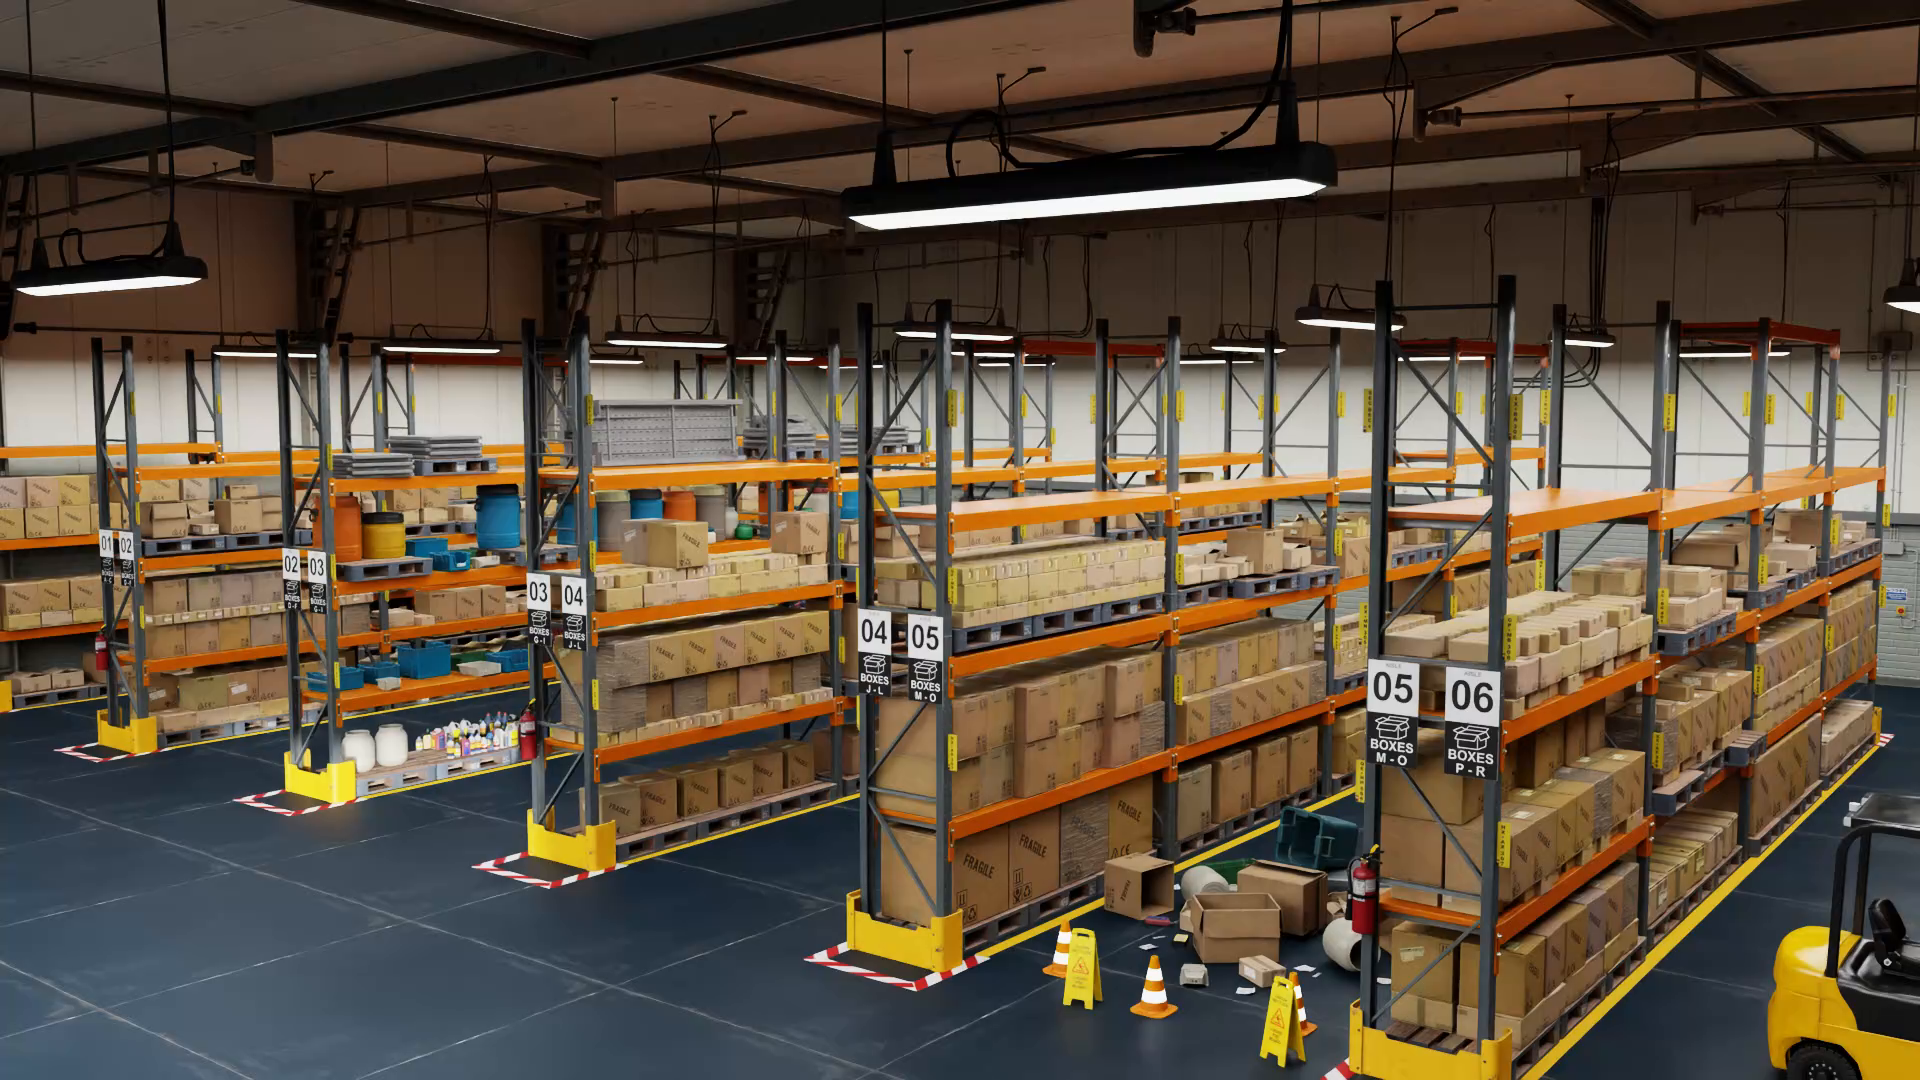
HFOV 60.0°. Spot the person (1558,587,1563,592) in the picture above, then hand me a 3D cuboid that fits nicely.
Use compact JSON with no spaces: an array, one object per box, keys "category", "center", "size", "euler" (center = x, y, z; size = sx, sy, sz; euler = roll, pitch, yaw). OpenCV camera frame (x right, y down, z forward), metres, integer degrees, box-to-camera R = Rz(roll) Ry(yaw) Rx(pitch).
[{"category":"person","center":[11.004,1.669,30.802],"size":[1.081,1.612,0.486],"euler":[-3,6,-33]}]

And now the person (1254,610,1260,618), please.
[{"category":"person","center":[5.316,1.892,28.577],"size":[0.750,1.580,0.636],"euler":[-5,7,-43]}]
